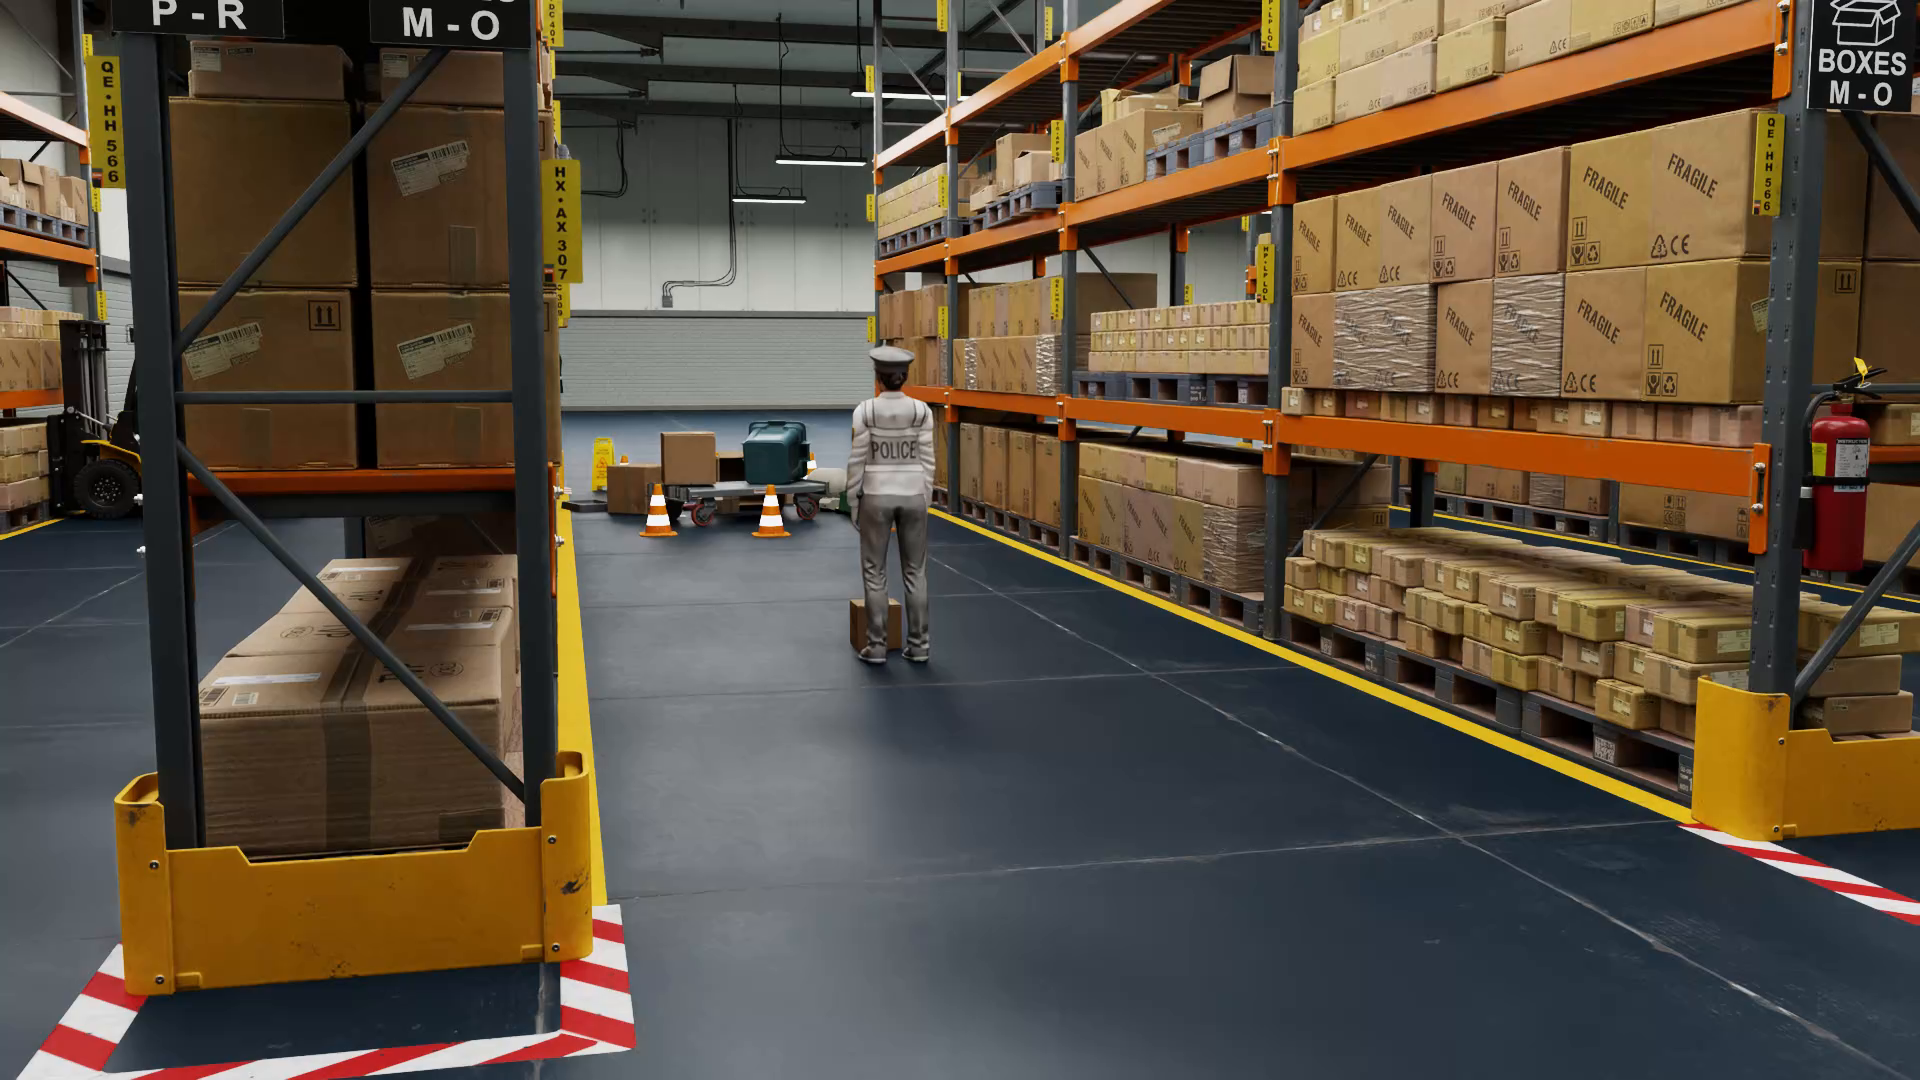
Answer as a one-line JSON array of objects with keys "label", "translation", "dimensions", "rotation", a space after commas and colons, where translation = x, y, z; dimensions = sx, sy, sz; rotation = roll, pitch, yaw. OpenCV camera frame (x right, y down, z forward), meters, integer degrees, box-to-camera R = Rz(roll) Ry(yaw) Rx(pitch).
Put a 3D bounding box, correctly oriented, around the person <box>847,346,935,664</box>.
[{"label": "person", "translation": [-0.369, -0.184, 8.811], "dimensions": [0.467, 1.679, 0.341], "rotation": [-1, 6, -12]}]
